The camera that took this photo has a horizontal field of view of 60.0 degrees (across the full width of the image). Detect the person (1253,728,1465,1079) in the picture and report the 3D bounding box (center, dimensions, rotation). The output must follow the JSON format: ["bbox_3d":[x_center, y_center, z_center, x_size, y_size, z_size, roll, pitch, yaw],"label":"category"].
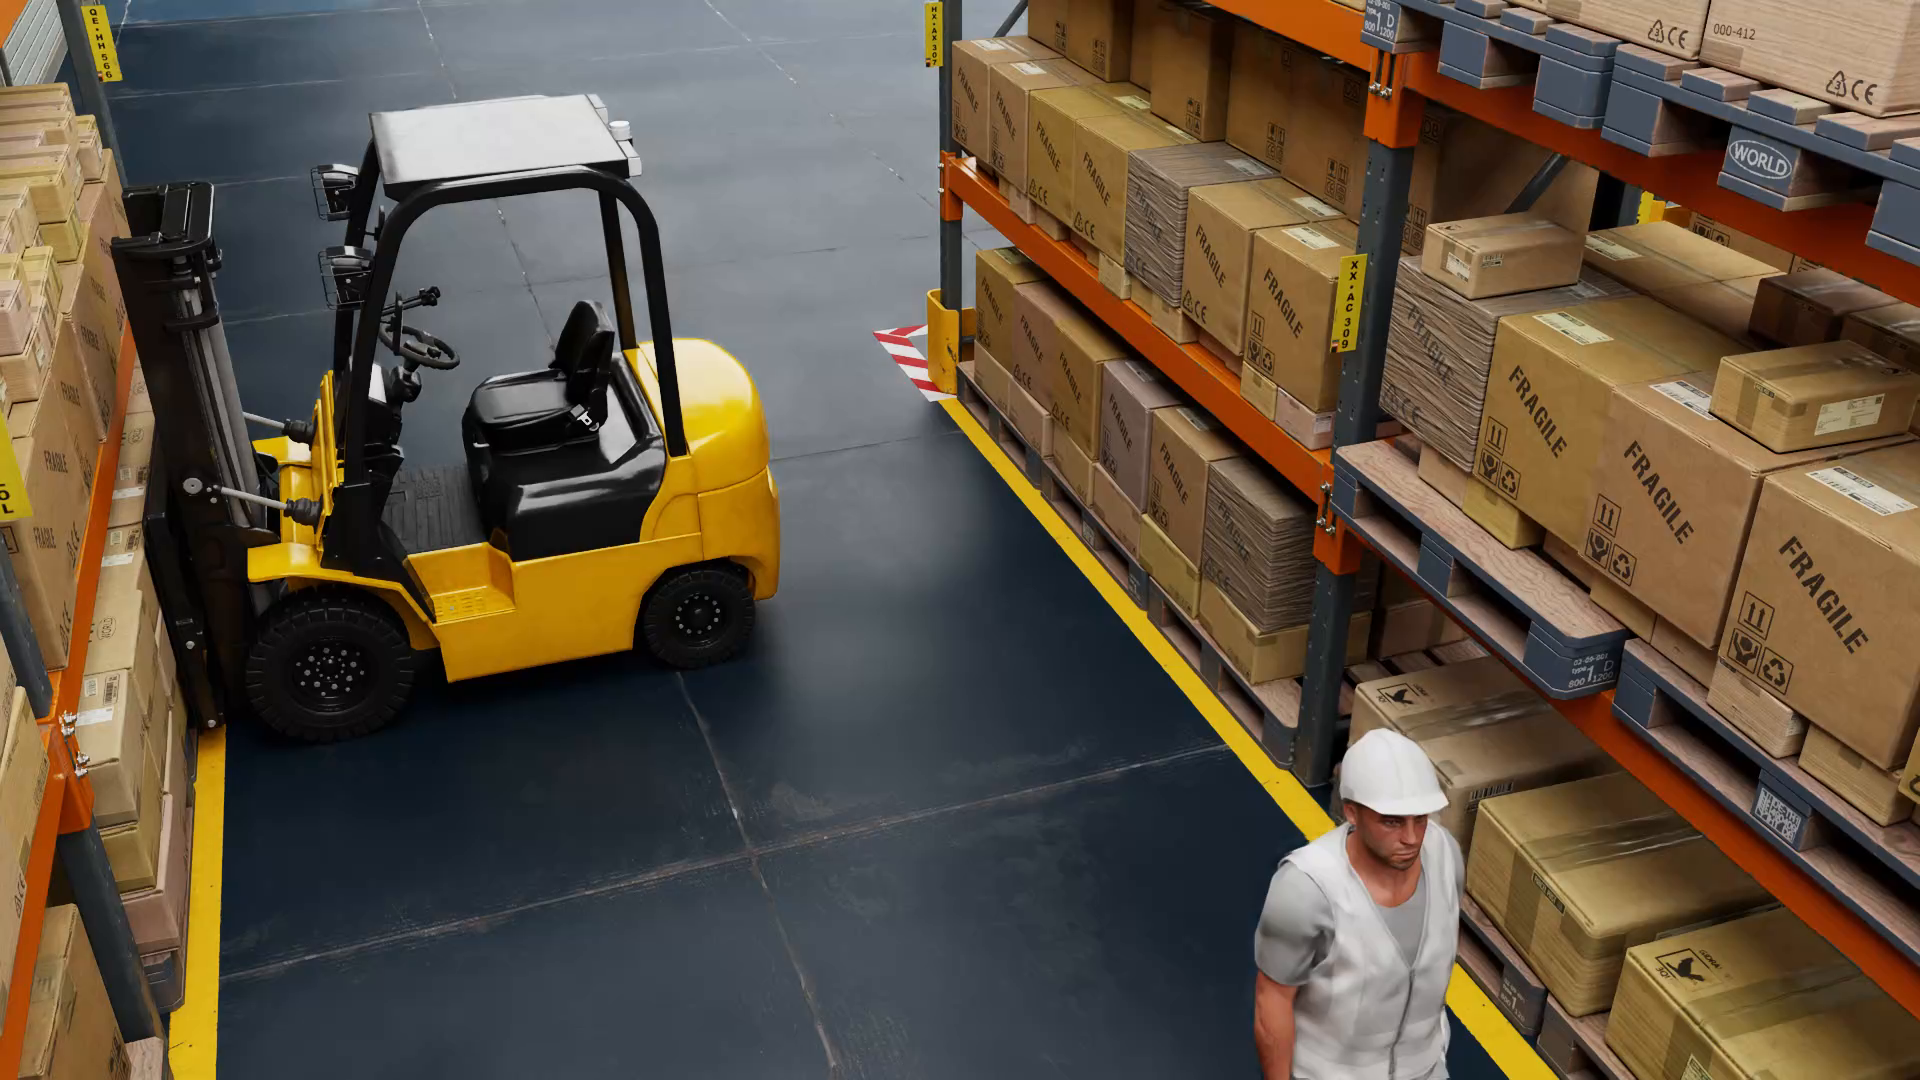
[{"bbox_3d":[0.959,1.244,3.869,0.594,1.804,0.467,-10,31,-17],"label":"person"}]
